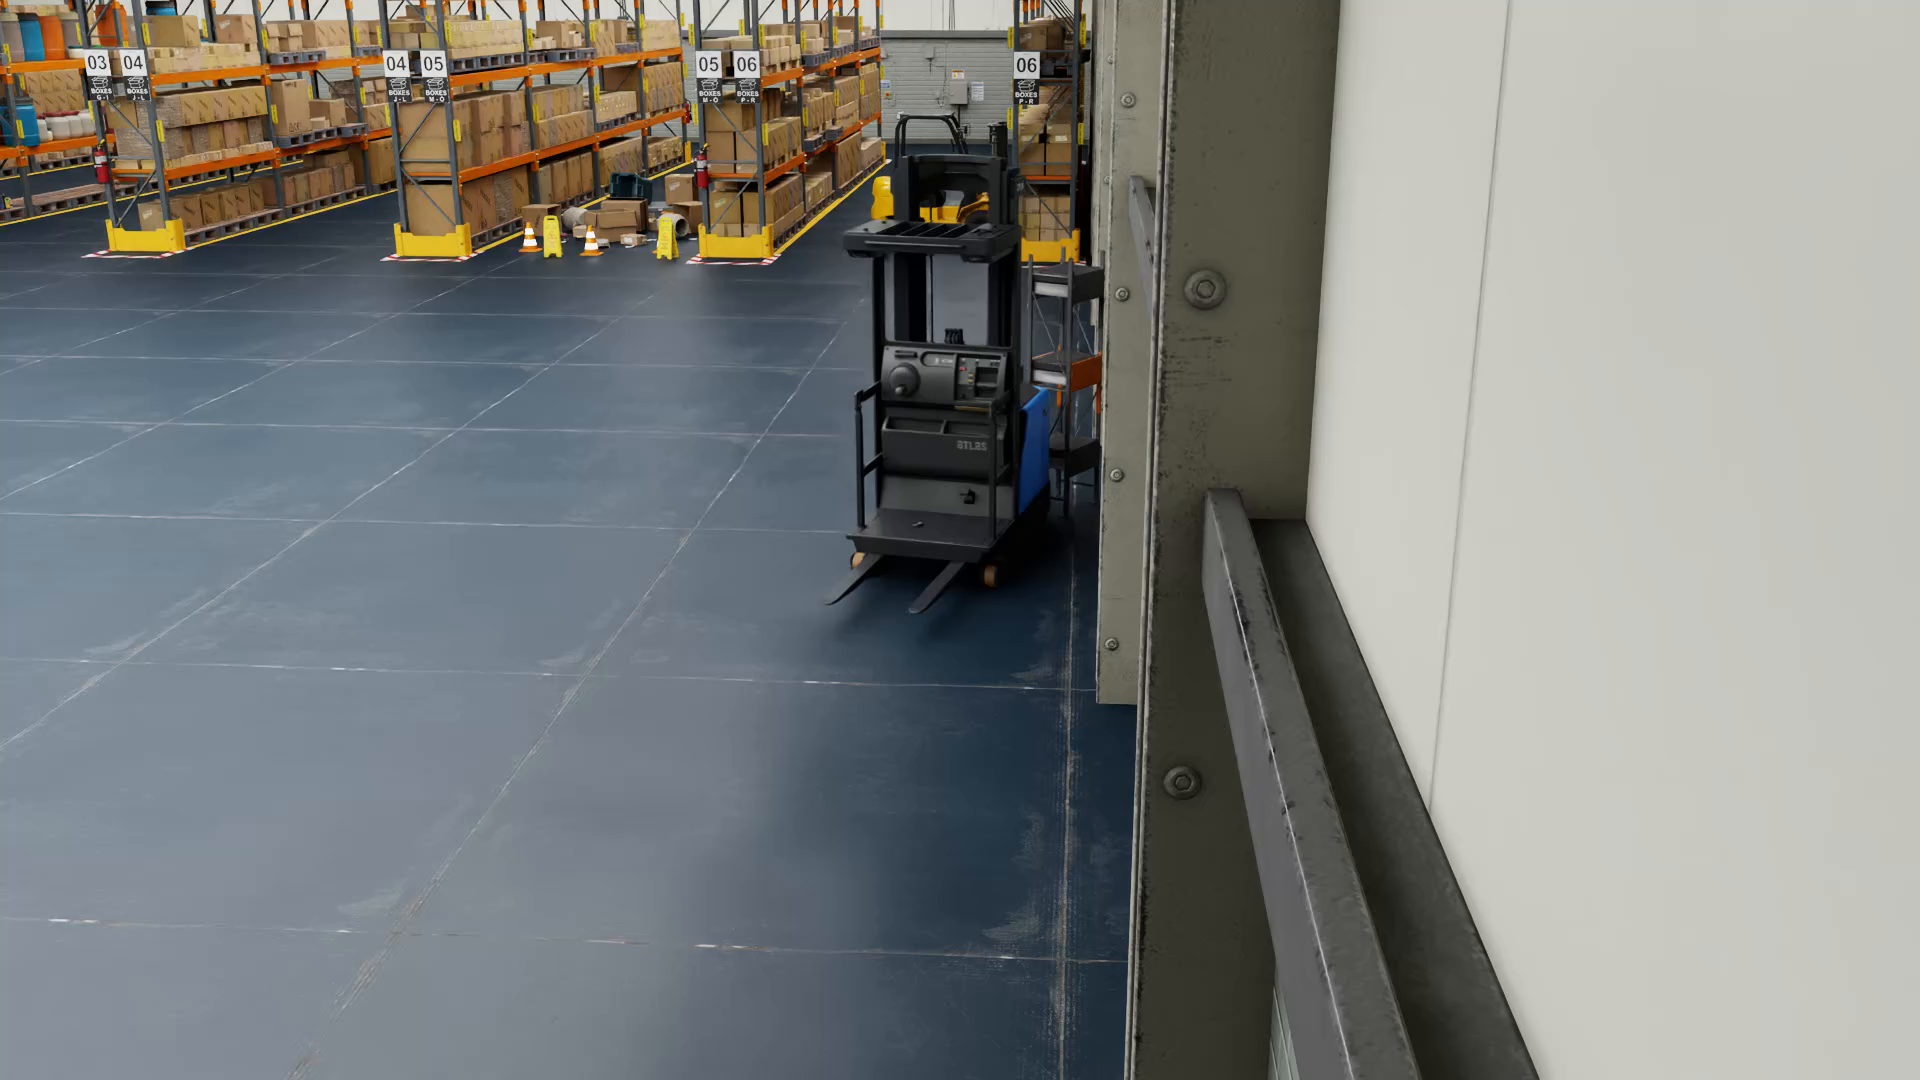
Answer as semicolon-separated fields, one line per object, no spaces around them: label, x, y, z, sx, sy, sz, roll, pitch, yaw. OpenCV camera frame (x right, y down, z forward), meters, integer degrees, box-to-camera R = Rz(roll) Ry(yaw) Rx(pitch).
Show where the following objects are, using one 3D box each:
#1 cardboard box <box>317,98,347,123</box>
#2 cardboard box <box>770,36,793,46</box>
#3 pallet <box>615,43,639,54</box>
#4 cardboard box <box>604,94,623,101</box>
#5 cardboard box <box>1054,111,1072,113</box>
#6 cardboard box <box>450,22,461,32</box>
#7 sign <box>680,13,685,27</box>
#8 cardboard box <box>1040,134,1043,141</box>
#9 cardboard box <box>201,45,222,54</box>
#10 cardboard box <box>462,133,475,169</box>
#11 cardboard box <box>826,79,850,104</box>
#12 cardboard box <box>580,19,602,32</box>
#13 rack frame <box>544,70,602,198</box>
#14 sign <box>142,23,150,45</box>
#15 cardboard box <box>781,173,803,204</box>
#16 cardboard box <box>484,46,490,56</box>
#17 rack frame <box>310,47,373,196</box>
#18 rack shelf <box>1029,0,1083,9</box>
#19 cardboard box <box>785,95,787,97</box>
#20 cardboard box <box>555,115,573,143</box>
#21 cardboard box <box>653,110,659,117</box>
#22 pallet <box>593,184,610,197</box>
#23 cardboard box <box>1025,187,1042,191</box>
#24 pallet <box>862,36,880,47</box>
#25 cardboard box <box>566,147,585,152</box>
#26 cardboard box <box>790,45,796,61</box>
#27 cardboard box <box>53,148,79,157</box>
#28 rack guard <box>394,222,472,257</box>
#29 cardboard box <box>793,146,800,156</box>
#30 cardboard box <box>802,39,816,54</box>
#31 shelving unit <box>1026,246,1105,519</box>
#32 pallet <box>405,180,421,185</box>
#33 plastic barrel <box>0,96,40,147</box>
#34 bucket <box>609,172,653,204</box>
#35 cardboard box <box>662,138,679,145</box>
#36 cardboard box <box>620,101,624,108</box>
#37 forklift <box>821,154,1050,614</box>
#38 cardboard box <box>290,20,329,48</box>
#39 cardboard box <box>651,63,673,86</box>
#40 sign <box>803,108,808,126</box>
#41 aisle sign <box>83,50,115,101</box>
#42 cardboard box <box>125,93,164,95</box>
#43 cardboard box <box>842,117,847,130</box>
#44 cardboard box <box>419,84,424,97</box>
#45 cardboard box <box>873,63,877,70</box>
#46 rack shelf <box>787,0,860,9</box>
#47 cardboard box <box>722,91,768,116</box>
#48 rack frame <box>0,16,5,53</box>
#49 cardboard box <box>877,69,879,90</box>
cardboard box;-12.936;-8.796;34.115;0.500;0.500;0.500;-1;18;-3
cardboard box;-3.082;-8.591;28.629;0.380;0.149;0.250;2;18;6
pallet;-7.861;-10.965;37.052;1.213;0.211;1.003;1;18;4
cardboard box;-7.623;-9.730;36.574;0.380;0.149;0.250;1;18;2
cardboard box;1.825;-7.376;28.936;0.380;0.149;0.250;1;18;3
cardboard box;-8.210;-8.197;26.593;0.380;0.149;0.250;1;18;4
sign;-6.872;-12.888;41.198;0.100;0.325;0.005;1;18;4
cardboard box;1.139;-6.531;26.835;0.380;0.149;0.250;2;18;5
cardboard box;-13.048;-8.502;28.836;0.380;0.149;0.250;2;18;6
cardboard box;-8.572;-6.450;27.548;0.875;0.550;0.550;1;18;4
cardboard box;-2.655;-9.638;35.753;0.500;0.500;0.500;2;18;5
cardboard box;-7.656;-10.692;34.528;0.396;0.266;0.258;1;18;4
rack frame;-7.997;-8.575;34.277;1.000;3.000;0.127;1;18;4
sign;-12.969;-8.062;26.488;0.100;0.325;0.005;1;18;4
cardboard box;-3.114;-6.314;29.911;0.500;0.500;0.500;1;18;3
cardboard box;-8.118;-8.214;27.926;0.380;0.149;0.250;1;18;4
rack frame;-12.937;-8.718;34.710;1.000;3.000;0.127;1;18;4
rack shelf;1.755;-10.084;31.045;1.077;0.370;4.000;1;18;4
cardboard box;-3.377;-8.423;32.499;0.500;0.500;0.500;2;18;5
cardboard box;-7.867;-8.008;32.383;0.500;0.500;0.500;2;18;5
cardboard box;-7.344;-10.106;39.351;0.380;0.149;0.250;2;18;5
pallet;-7.940;-7.493;35.451;1.003;0.211;1.213;1;18;4
cardboard box;1.104;-5.736;27.746;0.500;0.250;0.500;2;18;5
pallet;-2.522;-12.134;40.461;1.003;0.211;1.213;1;18;4
cardboard box;-8.210;-8.162;35.150;0.500;0.250;0.500;1;18;3
cardboard box;-3.138;-8.449;28.838;0.500;0.250;0.500;1;18;3
cardboard box;-22.401;-9.789;41.281;0.797;0.503;0.637;1;18;4
rack guard;-8.572;-4.895;27.060;1.175;0.500;0.348;1;18;4
cardboard box;-3.069;-6.950;29.721;0.380;0.149;0.250;2;18;5
cardboard box;-2.898;-8.980;30.261;0.500;0.250;0.500;1;18;2
shelving unit;0.844;-1.271;13.429;0.431;2.100;0.503;12;22;33
pallet;-12.715;-8.013;37.040;1.003;0.211;1.213;1;18;4
plastic barrel;-17.834;-7.937;31.524;0.600;0.901;0.708;1;18;4
bucket;-5.994;-6.406;30.472;0.726;0.611;0.620;8;10;23
cardboard box;-7.176;-9.857;41.138;0.380;0.149;0.250;1;18;3
cardboard box;-7.616;-9.587;36.614;0.380;0.149;0.250;0;18;1
forklift;-0.171;-1.188;11.842;1.130;2.935;3.031;5;19;15
cardboard box;-12.799;-9.961;32.726;0.500;0.500;0.500;2;18;5
cardboard box;-7.273;-11.257;40.217;0.500;0.500;0.500;2;18;7
sign;-2.798;-7.656;30.079;0.100;0.325;0.005;1;18;4
aisle sign;-13.814;-7.456;26.685;0.394;0.787;0.004;1;18;4
cardboard box;-13.688;-7.229;27.922;0.500;0.500;0.500;1;18;4
cardboard box;-2.704;-8.894;35.490;0.500;0.250;0.500;2;18;6
cardboard box;-12.361;-10.529;38.798;0.500;0.500;0.500;1;18;4
cardboard box;-2.234;-11.534;40.499;0.380;0.149;0.250;1;18;3
rack shelf;-2.909;-11.436;35.171;1.077;0.370;4.000;1;18;4
cardboard box;-3.709;-7.473;28.667;0.700;0.500;0.500;1;18;3
rack frame;-18.164;-10.437;30.322;1.000;3.000;0.127;1;18;4
cardboard box;-2.276;-11.349;40.973;0.500;0.500;0.500;2;18;6
